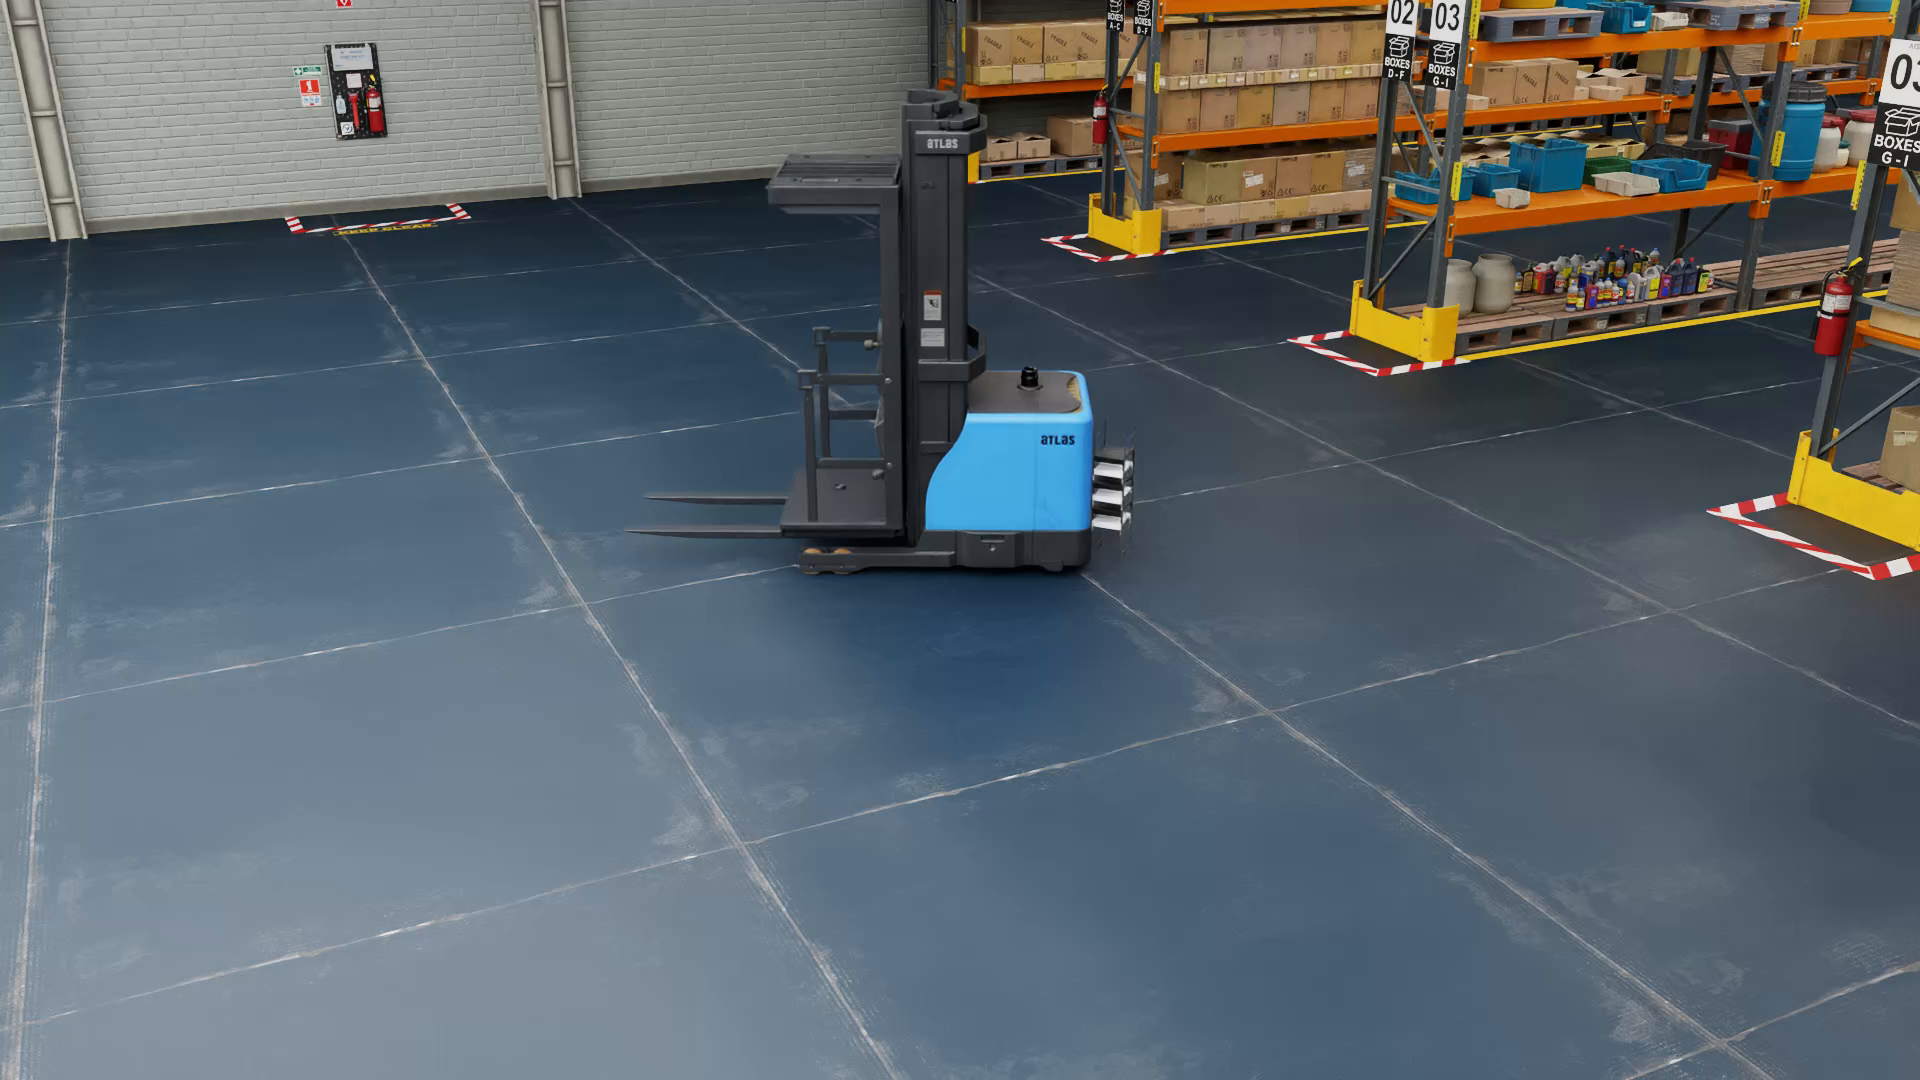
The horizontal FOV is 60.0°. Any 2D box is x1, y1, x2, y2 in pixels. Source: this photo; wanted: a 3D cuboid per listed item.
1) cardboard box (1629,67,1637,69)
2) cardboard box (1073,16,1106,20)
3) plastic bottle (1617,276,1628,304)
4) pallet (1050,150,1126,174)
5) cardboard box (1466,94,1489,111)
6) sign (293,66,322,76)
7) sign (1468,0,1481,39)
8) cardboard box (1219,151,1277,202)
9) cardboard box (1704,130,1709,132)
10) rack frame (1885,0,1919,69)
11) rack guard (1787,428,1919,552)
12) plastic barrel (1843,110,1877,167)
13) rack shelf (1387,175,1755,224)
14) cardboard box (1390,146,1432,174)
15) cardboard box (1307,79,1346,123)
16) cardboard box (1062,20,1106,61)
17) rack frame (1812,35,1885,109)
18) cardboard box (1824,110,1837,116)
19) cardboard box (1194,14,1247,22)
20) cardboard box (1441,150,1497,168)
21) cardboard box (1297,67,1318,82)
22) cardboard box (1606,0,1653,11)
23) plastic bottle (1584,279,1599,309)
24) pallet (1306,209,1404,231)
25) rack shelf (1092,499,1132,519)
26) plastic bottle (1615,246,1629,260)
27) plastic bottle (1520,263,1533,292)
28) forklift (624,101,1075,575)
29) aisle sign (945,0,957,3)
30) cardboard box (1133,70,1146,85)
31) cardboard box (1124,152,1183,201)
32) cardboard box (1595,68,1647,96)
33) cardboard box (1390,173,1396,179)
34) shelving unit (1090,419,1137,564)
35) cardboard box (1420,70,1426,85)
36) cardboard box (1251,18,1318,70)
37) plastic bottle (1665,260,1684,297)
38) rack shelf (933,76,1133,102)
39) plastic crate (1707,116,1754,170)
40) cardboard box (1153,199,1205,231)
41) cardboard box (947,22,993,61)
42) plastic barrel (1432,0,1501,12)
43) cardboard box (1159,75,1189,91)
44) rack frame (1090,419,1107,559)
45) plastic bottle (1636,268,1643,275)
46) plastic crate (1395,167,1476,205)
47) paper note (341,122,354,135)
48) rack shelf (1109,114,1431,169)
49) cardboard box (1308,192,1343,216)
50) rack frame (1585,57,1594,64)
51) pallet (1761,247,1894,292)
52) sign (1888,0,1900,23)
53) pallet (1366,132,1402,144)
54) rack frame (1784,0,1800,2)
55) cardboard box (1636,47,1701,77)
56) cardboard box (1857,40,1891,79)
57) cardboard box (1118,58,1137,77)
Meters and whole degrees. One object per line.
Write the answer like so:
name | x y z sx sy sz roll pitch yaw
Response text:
cardboard box | 11.729 -8.026 28.589 0.250 0.149 0.380 -10 24 -22
cardboard box | 1.981 -7.393 24.378 0.500 0.500 0.500 -10 24 -22
plastic bottle | 6.457 -2.443 16.222 0.097 0.271 0.097 0 22 0
pallet | 1.724 -5.662 24.652 1.213 0.211 1.003 -10 25 -24
cardboard box | 6.453 -5.532 21.020 0.250 0.149 0.380 -10 25 -24
sign | -8.119 -5.839 20.695 0.331 0.109 0.001 -10 25 -24
sign | 4.341 -4.400 14.024 0.005 0.325 0.100 -10 25 -24
cardboard box | 3.436 -4.361 19.929 0.500 0.500 0.500 -10 25 -24
cardboard box | 10.628 -5.430 23.140 0.500 0.500 0.500 -11 25 -24
rack frame | 6.255 -4.265 9.788 0.127 3.000 1.000 -10 25 -24
rack guard | 6.323 -0.351 11.444 0.348 0.500 1.175 -10 25 -24
plastic barrel | 9.329 -4.131 17.131 0.433 0.535 0.433 0 22 0
rack shelf | 5.909 -3.290 15.961 3.809 0.124 0.919 -10 25 -24
cardboard box | 5.807 -4.920 21.527 0.500 0.311 0.500 -10 25 -24
cardboard box | 4.243 -5.370 20.170 0.500 0.500 0.700 -10 25 -23
cardboard box | 1.748 -7.128 23.738 0.500 0.500 0.500 -10 24 -22
rack frame | 12.774 -6.898 23.993 0.127 3.000 1.000 -10 25 -24
cardboard box | 13.165 -6.139 24.851 0.500 0.500 0.500 -10 25 -24
cardboard box | 3.888 -7.600 24.982 0.500 0.500 0.700 -10 25 -23
cardboard box | 6.500 -4.818 21.280 0.500 0.311 0.500 -11 25 -24
cardboard box | 4.031 -5.543 19.740 0.250 0.149 0.380 -10 24 -22
cardboard box | 11.119 -8.828 28.262 0.700 0.700 0.980 -10 25 -23
plastic bottle | 6.087 -2.373 16.037 0.133 0.283 0.061 -10 25 -23
pallet | 4.831 -4.165 21.037 1.213 0.211 1.003 -10 25 -24
rack shelf | 0.997 -0.202 10.883 0.200 0.077 0.258 9 24 21
plastic bottle | 6.804 -2.852 17.106 0.185 0.351 0.144 -10 24 -22
plastic bottle | 5.669 -2.630 16.657 0.133 0.283 0.061 -10 24 -22
forklift | -0.714 -1.301 10.645 2.937 2.867 1.118 0 22 1
aisle sign | -0.125 -7.700 22.531 0.004 0.787 0.394 -10 25 -24
cardboard box | 2.223 -5.383 19.353 0.250 0.149 0.380 -11 25 -25
cardboard box | 2.316 -4.369 19.949 0.500 0.500 0.500 -10 25 -24
cardboard box | 8.824 -6.148 22.298 0.500 0.311 0.500 -9 24 -20
cardboard box | 5.814 -4.664 21.640 0.500 0.250 0.500 -11 25 -24
shelving unit | 0.997 -0.316 10.836 0.210 0.900 0.258 9 24 21
cardboard box | 7.738 -7.219 27.029 0.750 0.750 0.750 -11 25 -24
cardboard box | 3.812 -5.891 19.734 0.500 0.500 0.700 -10 25 -24
plastic bottle | 7.083 -2.605 16.509 0.185 0.351 0.144 -12 25 -26
rack shelf | 1.612 -6.614 24.246 4.000 0.370 1.077 -10 25 -24
plastic crate | 8.015 -4.079 17.098 0.583 0.464 0.402 -10 25 -24
cardboard box | 2.541 -3.844 19.660 0.500 0.250 0.500 -10 25 -24
cardboard box | 0.143 -7.052 23.554 0.500 0.500 0.500 -11 25 -24
plastic barrel | 4.489 -5.103 14.623 0.708 0.830 0.600 -10 25 -24
cardboard box | 2.409 -5.245 19.019 0.250 0.149 0.380 -11 25 -24
rack frame | 0.904 -0.331 10.872 0.006 0.900 0.240 9 24 21
plastic bottle | 6.724 -2.551 16.468 0.133 0.283 0.061 -10 25 -24
plastic crate | 4.428 -3.318 15.537 0.616 0.251 0.499 -10 25 -24
paper note | -7.773 -5.224 21.100 0.142 0.148 0.016 -10 25 -24
rack shelf | 3.764 -4.907 20.123 4.000 0.370 1.077 -10 25 -24
cardboard box | 4.344 -4.175 20.460 0.500 0.250 0.500 -10 25 -24
rack frame | 10.624 -8.604 28.113 0.053 2.616 0.949 -10 25 -24
pallet | 9.503 -2.923 18.035 1.213 0.211 1.003 -10 25 -24
sign | 6.032 -3.483 10.662 0.005 0.325 0.100 -10 25 -24
pallet | 6.314 -6.524 26.734 1.213 0.211 1.003 -10 25 -24
rack frame | 7.711 -6.636 15.514 0.127 3.000 1.000 -10 25 -24
cardboard box | 9.689 -6.618 22.637 0.700 0.500 0.500 21 30 41
cardboard box | 13.352 -6.935 23.951 0.500 0.500 0.500 -10 24 -22
cardboard box | 2.220 -6.866 24.085 0.500 0.250 0.500 -11 25 -24
